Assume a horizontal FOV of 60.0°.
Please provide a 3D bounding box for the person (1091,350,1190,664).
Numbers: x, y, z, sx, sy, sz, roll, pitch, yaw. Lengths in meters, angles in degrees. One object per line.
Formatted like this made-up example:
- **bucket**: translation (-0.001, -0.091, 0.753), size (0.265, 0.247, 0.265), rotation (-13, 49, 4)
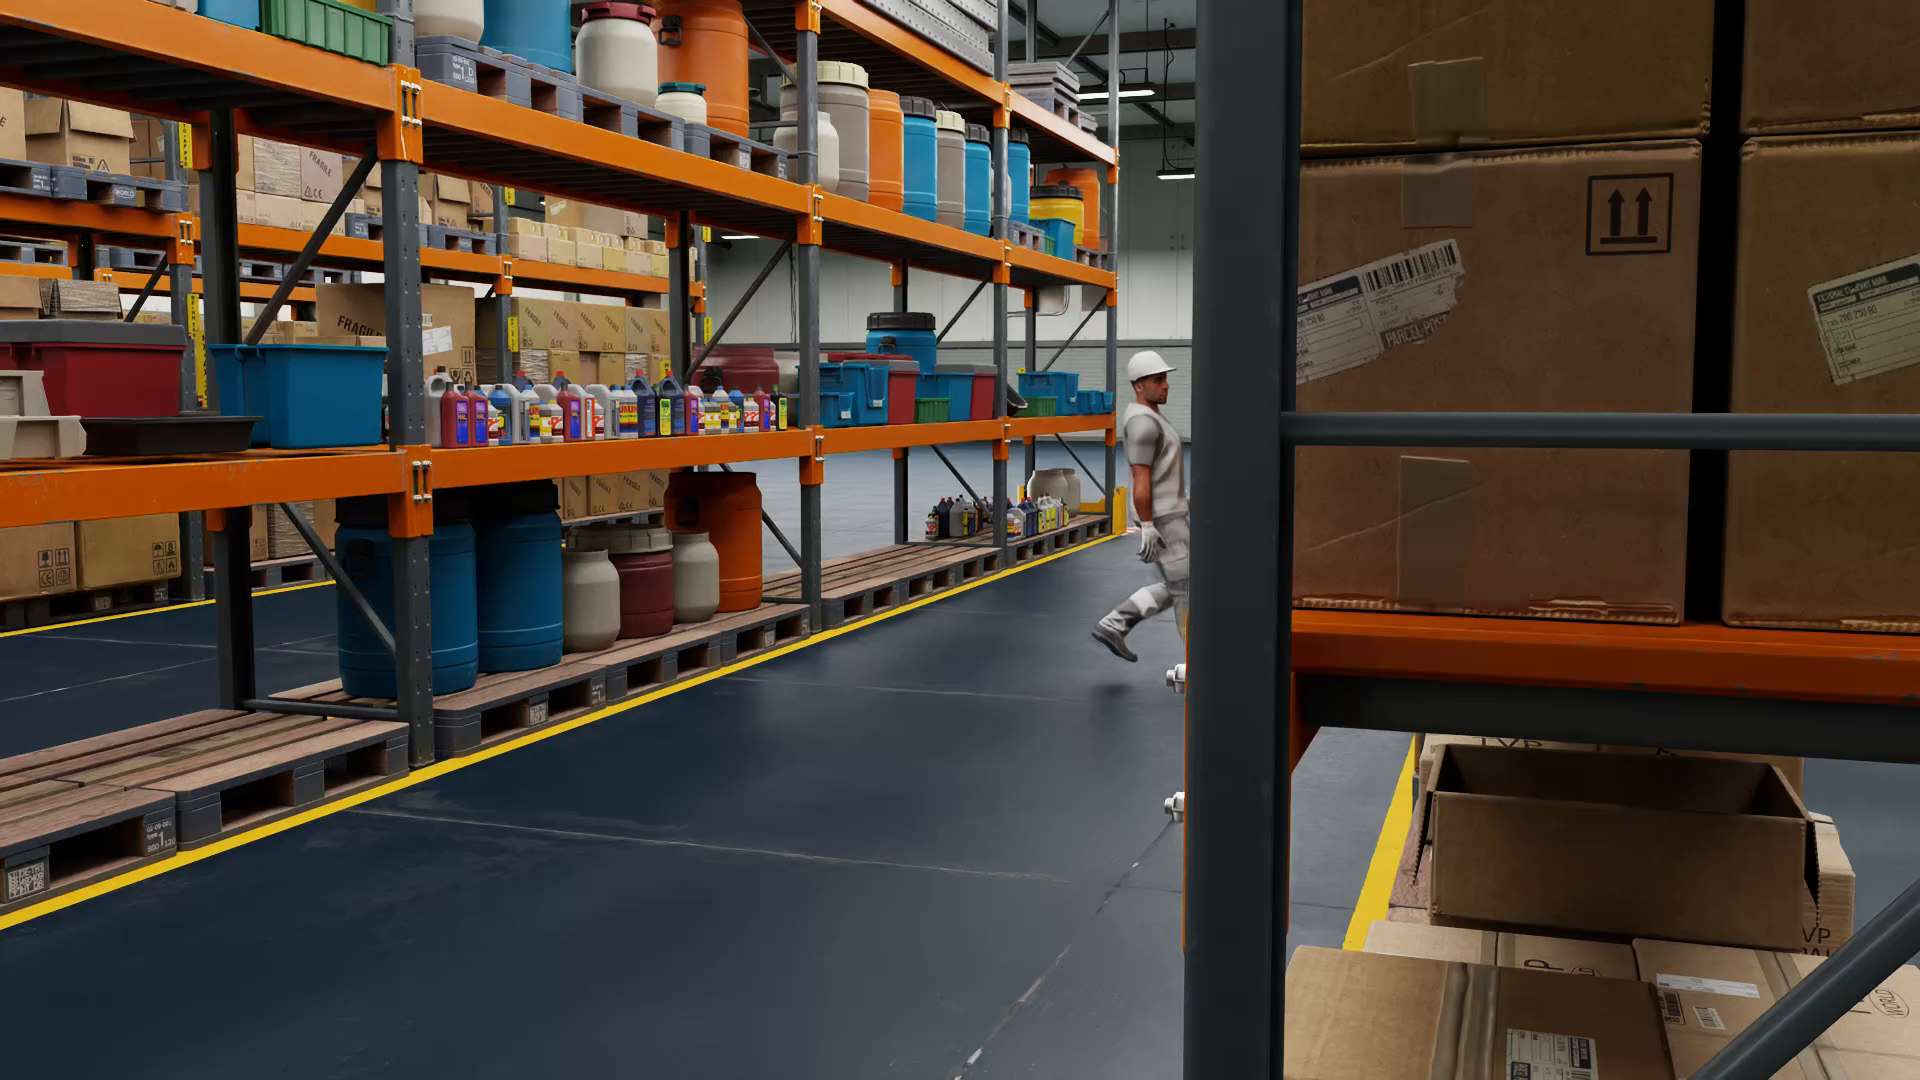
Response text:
- **person**: translation (1.131, -0.114, 8.743), size (0.879, 1.752, 0.631), rotation (1, 5, 6)
